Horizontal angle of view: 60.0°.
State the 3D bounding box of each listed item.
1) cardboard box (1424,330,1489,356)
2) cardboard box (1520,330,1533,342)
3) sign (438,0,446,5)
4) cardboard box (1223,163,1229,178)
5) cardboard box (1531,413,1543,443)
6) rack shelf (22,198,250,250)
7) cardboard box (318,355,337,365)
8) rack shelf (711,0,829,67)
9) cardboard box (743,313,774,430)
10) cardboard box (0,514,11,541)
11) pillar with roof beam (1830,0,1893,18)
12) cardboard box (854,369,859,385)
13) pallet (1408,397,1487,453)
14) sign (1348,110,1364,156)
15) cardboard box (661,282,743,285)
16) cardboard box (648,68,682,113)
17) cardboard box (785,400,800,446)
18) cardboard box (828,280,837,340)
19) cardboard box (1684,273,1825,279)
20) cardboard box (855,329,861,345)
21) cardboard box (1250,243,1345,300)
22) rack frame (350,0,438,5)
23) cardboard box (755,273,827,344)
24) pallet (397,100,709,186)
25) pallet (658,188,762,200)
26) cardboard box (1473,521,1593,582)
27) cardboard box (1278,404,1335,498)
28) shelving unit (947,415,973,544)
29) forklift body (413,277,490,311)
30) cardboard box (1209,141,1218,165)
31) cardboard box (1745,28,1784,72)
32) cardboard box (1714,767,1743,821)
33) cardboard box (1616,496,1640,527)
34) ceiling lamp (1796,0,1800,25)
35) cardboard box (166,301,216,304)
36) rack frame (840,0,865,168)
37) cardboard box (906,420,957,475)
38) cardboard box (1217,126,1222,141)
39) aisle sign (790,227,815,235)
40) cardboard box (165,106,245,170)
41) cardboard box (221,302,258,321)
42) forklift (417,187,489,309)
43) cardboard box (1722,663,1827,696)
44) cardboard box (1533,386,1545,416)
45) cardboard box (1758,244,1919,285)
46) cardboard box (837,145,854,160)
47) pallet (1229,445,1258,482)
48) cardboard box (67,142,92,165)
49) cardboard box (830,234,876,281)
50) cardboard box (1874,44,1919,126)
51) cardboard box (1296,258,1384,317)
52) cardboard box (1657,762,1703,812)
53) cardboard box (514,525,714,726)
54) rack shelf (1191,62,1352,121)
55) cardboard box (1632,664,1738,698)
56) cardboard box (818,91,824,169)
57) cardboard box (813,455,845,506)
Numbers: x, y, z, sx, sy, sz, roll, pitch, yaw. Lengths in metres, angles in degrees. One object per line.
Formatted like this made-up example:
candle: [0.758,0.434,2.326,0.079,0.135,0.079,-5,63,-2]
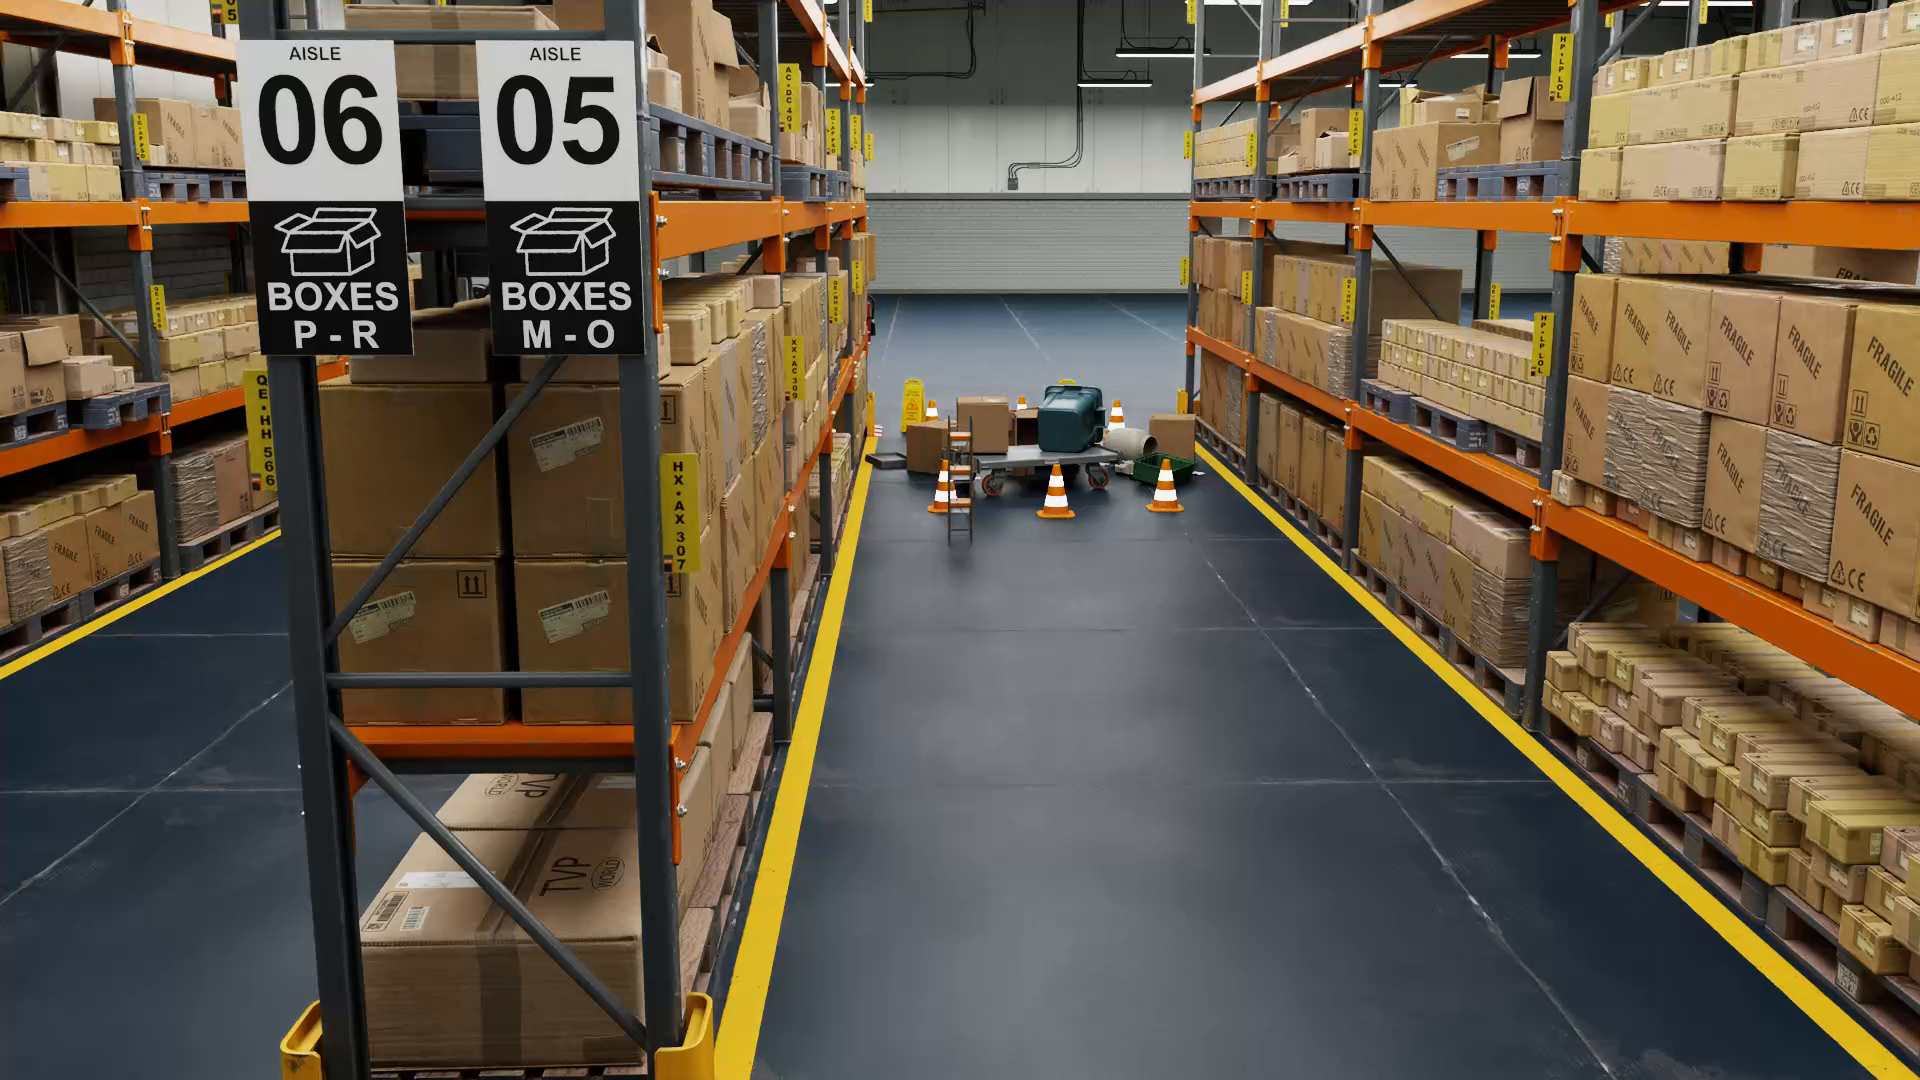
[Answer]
cardboard box: [3.309,-1.311,11.056,0.380,0.149,0.250,0,11,1]
cardboard box: [3.957,-1.314,11.069,0.380,0.149,0.250,0,11,-1]
sign: [-6.060,-6.203,19.452,0.100,0.325,0.005,0,11,-1]
cardboard box: [3.034,-3.959,17.810,0.380,0.149,0.250,0,11,-2]
cardboard box: [3.349,-0.604,9.066,0.380,0.149,0.250,0,11,-2]
rack shelf: [-6.479,-2.691,14.046,1.077,0.370,4.000,0,11,-1]
cardboard box: [-6.248,-1.799,15.759,0.500,0.250,0.500,0,11,0]
rack shelf: [-1.434,-3.191,9.973,1.077,0.370,4.000,0,11,-1]
cardboard box: [-1.104,-0.748,7.435,0.500,0.500,0.500,0,11,-2]
cardboard box: [-6.221,-0.065,10.435,0.380,0.149,0.250,0,11,-1]
pillar with roof beam: [19.204,-10.447,42.921,9.100,9.000,0.548,0,11,-1]
cardboard box: [-1.242,-1.680,17.137,0.380,0.149,0.250,0,11,0]
pallet: [3.554,-0.751,10.697,1.003,0.211,1.213,0,11,-1]
sign: [2.917,-3.000,12.256,0.100,0.325,0.005,0,11,-1]
cardboard box: [-1.152,-1.047,7.276,0.380,0.149,0.250,0,11,-2]
cardboard box: [-1.102,-1.426,5.325,0.380,0.149,0.250,0,11,1]
cardboard box: [-1.119,-0.663,8.900,0.500,0.250,0.500,-1,11,-3]
cardboard box: [-1.288,-1.898,13.812,0.500,0.500,0.500,0,11,0]
cardboard box: [3.835,-1.035,8.103,0.500,0.500,0.500,-1,11,-3]
cardboard box: [-1.260,-2.188,17.930,0.380,0.149,0.250,0,11,-1]
cardboard box: [3.416,-2.709,16.776,0.875,0.550,0.550,0,11,-1]
rack frame: [-6.603,-5.707,19.555,1.000,3.000,0.127,0,11,-1]
cardboard box: [-1.203,-1.635,11.807,0.500,0.500,0.500,-1,11,-3]
pallet: [-1.335,-1.181,5.016,1.003,0.211,1.213,0,11,-1]
pallet: [-1.460,-1.961,9.116,0.805,0.209,1.217,-1,11,-3]
cardboard box: [3.286,0.062,9.554,0.500,0.250,0.500,-1,11,-3]
cardboard box: [3.508,-0.822,15.166,1.050,0.750,0.750,0,11,-1]
shelving unit: [0.001,-0.504,13.902,0.215,1.050,0.252,0,11,-1]
forklift body: [-4.740,-1.981,18.415,2.313,2.155,1.214,0,11,-1]
cardboard box: [3.083,-4.327,18.621,0.500,0.250,0.500,0,11,-2]
cardboard box: [3.316,-1.907,6.490,0.380,0.149,0.250,-1,11,-3]
cardboard box: [3.318,1.037,6.769,0.380,0.149,0.250,0,11,2]
cardboard box: [3.371,-0.158,7.926,0.380,0.149,0.250,-1,11,-4]
ceiling lamp: [18.693,-11.919,35.494,2.000,3.185,0.800,0,11,-1]
cardboard box: [-6.754,-2.014,14.559,0.380,0.149,0.250,0,11,-2]
rack frame: [-1.640,-5.728,19.660,1.000,3.000,0.127,0,11,-1]
cardboard box: [-0.219,-0.987,17.662,0.500,0.500,0.500,9,15,38]
cardboard box: [3.026,-4.450,18.221,0.380,0.149,0.250,0,11,0]
aisle sign: [-1.951,-4.073,20.052,0.394,0.787,0.004,0,11,-1]
cardboard box: [-6.230,-3.298,13.665,0.500,0.500,0.500,0,11,0]
cardboard box: [-6.152,-1.965,14.318,0.380,0.149,0.250,-1,11,-3]
forklift: [-3.262,-1.117,12.193,1.130,2.935,3.031,0,11,-2]
cardboard box: [3.807,0.679,7.787,0.380,0.149,0.250,0,11,1]
cardboard box: [3.349,-0.750,9.037,0.380,0.149,0.250,0,11,1]
cardboard box: [8.227,-2.375,15.655,1.000,1.000,1.000,0,11,-1]
cardboard box: [-1.238,-3.794,16.299,0.380,0.149,0.250,0,11,-2]
pallet: [3.452,-0.818,17.560,1.003,0.211,1.213,0,11,-1]
cardboard box: [-6.204,-2.647,11.393,0.380,0.149,0.250,-1,11,-2]
cardboard box: [-1.295,-3.170,18.627,0.700,0.500,0.500,0,11,-2]
cardboard box: [3.362,-1.481,5.392,0.500,0.250,0.500,-1,11,-3]
cardboard box: [3.428,-2.271,14.941,0.700,0.500,0.500,0,11,-1]
cardboard box: [3.308,1.080,7.305,0.380,0.149,0.250,-1,11,-3]
cardboard box: [-1.032,0.247,5.045,0.500,0.500,0.500,0,11,-2]
rack shelf: [3.348,-4.822,18.010,1.077,0.370,4.000,0,11,-1]
cardboard box: [3.384,0.683,7.765,0.380,0.149,0.250,-1,11,-3]
cardboard box: [-1.264,-2.726,11.101,0.700,0.500,0.500,-1,11,-4]
cardboard box: [-1.510,-0.525,14.657,0.950,0.372,0.625,0,11,1]
